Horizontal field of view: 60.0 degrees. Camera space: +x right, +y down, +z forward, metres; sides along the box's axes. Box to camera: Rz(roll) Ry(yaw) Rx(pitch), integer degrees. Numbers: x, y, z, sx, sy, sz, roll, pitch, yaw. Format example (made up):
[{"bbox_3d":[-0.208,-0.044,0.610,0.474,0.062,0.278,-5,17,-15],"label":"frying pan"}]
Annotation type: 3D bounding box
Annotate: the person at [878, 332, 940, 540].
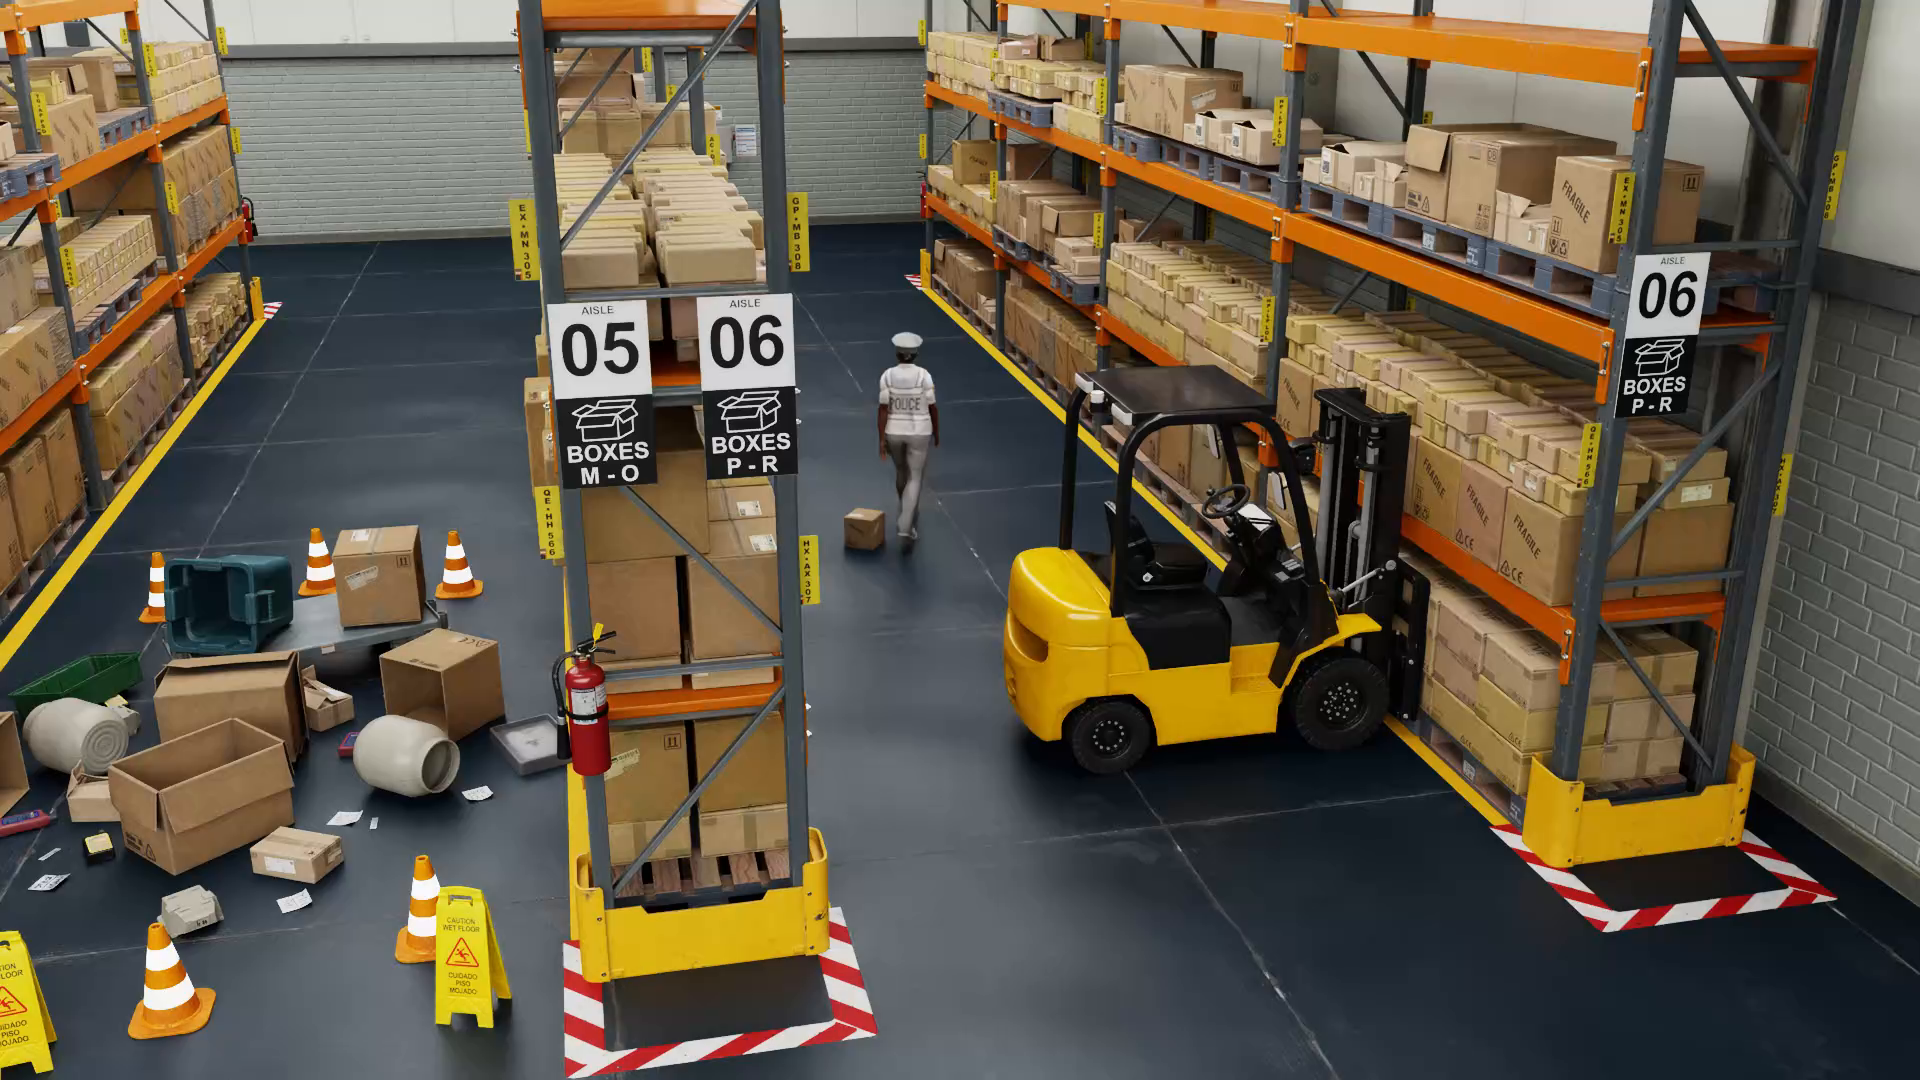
[{"bbox_3d":[-0.422,-0.850,13.418,0.454,1.609,1.068,5,20,13],"label":"person"}]
